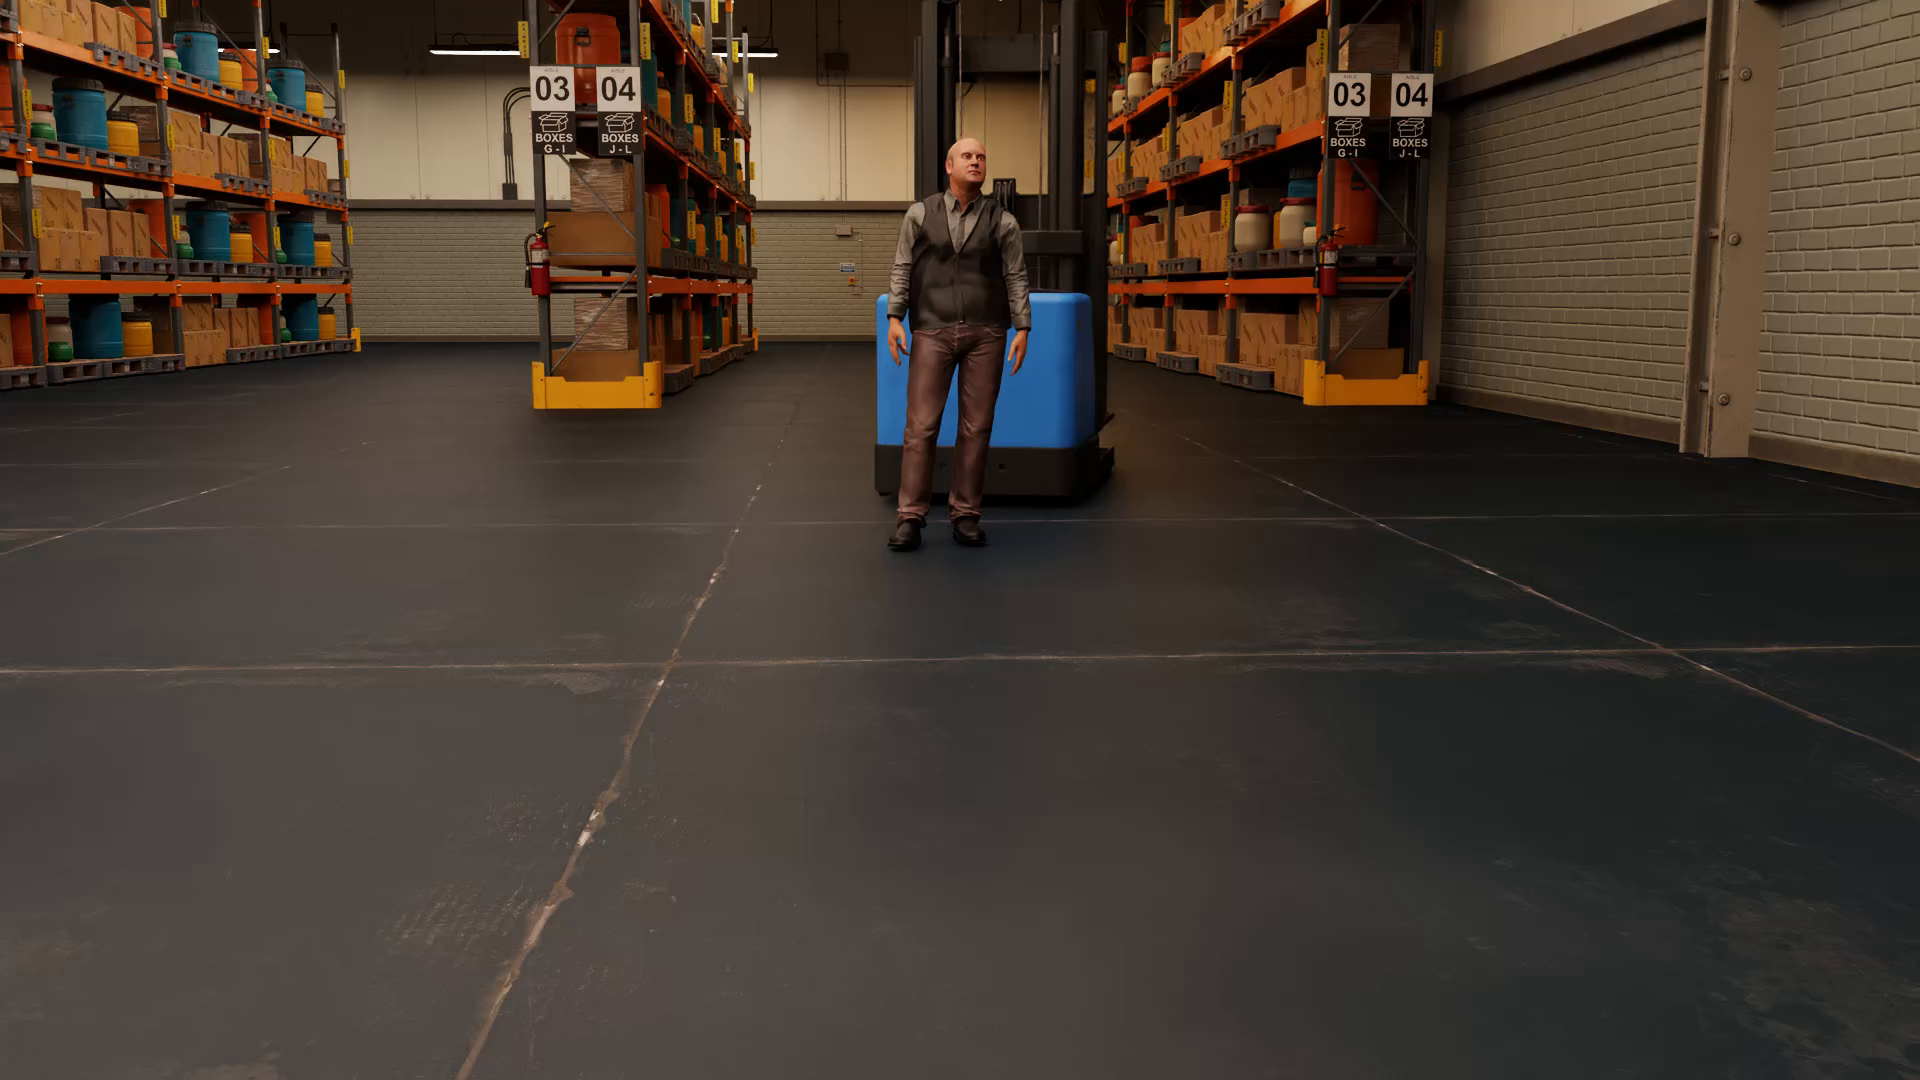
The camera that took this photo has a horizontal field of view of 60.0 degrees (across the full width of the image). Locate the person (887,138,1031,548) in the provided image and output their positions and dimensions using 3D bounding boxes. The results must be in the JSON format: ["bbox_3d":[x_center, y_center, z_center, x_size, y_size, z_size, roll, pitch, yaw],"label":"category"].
[{"bbox_3d":[-0.004,-0.850,7.121,0.632,1.720,0.568,-1,8,-4],"label":"person"}]

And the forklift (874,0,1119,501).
[{"bbox_3d":[0.328,-1.828,9.641,1.130,2.935,3.031,1,9,10],"label":"forklift"}]
